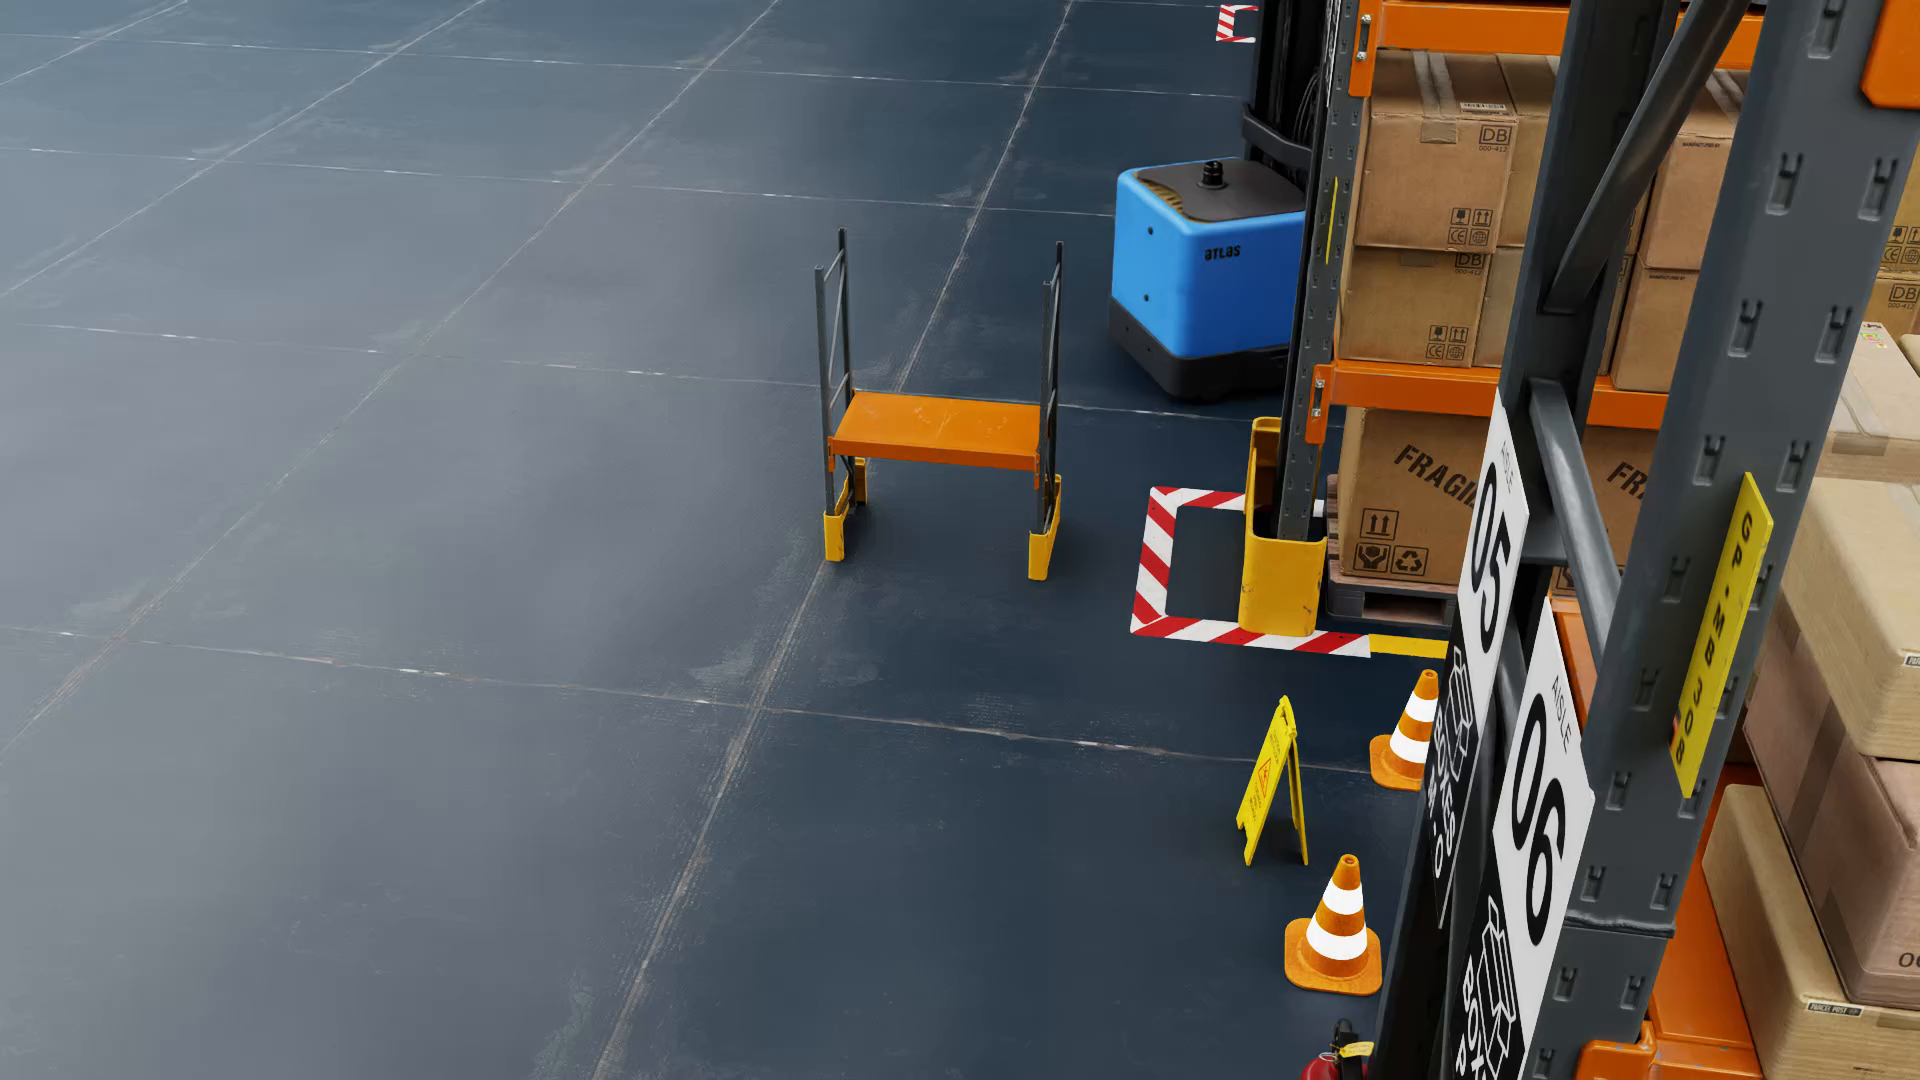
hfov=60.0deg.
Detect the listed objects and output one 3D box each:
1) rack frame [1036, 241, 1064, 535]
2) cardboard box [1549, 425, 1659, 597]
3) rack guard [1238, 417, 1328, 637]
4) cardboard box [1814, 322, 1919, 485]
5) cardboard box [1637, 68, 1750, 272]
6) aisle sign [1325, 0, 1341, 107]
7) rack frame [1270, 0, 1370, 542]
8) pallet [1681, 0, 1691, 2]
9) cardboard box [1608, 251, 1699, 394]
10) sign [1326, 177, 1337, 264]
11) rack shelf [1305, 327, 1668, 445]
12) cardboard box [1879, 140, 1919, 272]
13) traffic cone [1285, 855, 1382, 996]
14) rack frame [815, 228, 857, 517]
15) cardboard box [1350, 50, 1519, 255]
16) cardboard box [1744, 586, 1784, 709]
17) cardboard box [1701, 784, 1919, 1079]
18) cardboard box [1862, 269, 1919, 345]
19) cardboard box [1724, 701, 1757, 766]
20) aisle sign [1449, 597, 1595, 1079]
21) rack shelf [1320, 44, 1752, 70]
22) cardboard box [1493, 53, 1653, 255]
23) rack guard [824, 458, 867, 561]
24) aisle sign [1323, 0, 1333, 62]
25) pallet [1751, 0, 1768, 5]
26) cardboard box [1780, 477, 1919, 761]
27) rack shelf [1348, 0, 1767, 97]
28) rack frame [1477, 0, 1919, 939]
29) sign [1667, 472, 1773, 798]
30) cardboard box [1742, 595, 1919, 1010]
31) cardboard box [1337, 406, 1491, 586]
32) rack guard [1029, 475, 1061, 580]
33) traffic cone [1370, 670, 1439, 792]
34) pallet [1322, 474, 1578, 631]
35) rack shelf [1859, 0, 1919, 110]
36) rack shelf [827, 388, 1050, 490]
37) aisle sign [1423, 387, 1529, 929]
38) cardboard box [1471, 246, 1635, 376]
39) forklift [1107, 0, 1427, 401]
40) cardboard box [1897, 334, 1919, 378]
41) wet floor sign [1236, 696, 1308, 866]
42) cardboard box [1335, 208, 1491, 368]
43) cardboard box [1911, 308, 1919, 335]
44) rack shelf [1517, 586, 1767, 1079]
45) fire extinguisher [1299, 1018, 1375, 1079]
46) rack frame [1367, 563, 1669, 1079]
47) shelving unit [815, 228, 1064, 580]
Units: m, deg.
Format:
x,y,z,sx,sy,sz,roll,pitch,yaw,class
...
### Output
x,y,z,sx,sy,sz,roll,pitch,yaw,class
0.417,-0.598,7.792,0.032,1.500,0.500,5,32,8,rack frame
3.107,-0.317,7.537,0.875,0.875,0.875,5,32,7,cardboard box
1.536,-0.086,7.916,0.348,0.500,1.175,5,32,8,rack guard
1.210,-0.173,2.357,0.250,0.149,0.380,5,32,9,cardboard box
3.006,-1.489,6.643,0.550,0.550,0.875,5,32,8,cardboard box
1.439,-2.095,6.319,0.004,0.787,0.394,5,32,8,aisle sign
1.560,-1.143,7.250,0.127,3.000,1.000,5,32,8,rack frame
2.293,-2.317,6.380,1.213,0.211,1.003,5,32,8,pallet
3.010,-1.044,6.950,0.550,0.550,0.875,5,32,8,cardboard box
1.460,-1.254,6.536,0.005,0.325,0.100,5,32,8,sign
3.531,-0.660,7.155,4.000,0.370,1.077,5,32,8,rack shelf
3.550,-1.510,6.676,0.500,0.550,0.875,5,32,8,cardboard box
1.319,1.283,5.765,0.334,0.463,0.336,5,32,8,traffic cone
-0.585,-0.689,7.937,0.032,1.500,0.500,5,32,8,rack frame
1.919,-1.611,6.838,0.550,0.550,0.875,5,32,8,cardboard box
1.376,0.025,2.416,0.500,0.250,0.500,5,32,8,cardboard box
1.099,0.489,2.051,0.250,0.149,0.380,5,32,8,cardboard box
3.539,-1.019,6.909,0.500,0.550,0.875,5,32,8,cardboard box
1.225,0.175,2.553,0.250,0.149,0.380,5,32,8,cardboard box
0.713,0.509,2.159,0.004,0.787,0.394,5,32,8,aisle sign
4.465,-3.245,11.285,4.000,0.370,1.077,5,32,8,rack shelf
2.477,-1.610,6.837,0.550,0.550,0.875,5,32,8,cardboard box
-0.566,-0.157,8.266,0.087,0.250,0.587,5,32,8,rack guard
1.540,-2.409,6.821,0.004,0.787,0.394,5,32,8,aisle sign
3.499,-2.209,6.208,1.213,0.211,1.003,5,32,8,pallet
1.143,0.090,1.937,0.250,0.149,0.380,5,32,8,cardboard box
3.531,-1.931,6.359,4.000,0.370,1.077,5,32,8,rack shelf
0.827,-1.088,1.507,0.127,3.000,1.000,5,32,8,rack frame
0.735,0.096,1.618,0.005,0.325,0.100,5,32,8,sign
1.277,0.305,1.970,0.500,0.250,0.500,5,32,7,cardboard box
2.239,-0.395,7.660,0.875,0.875,0.875,5,32,8,cardboard box
0.416,-0.068,8.124,0.087,0.250,0.587,5,32,8,rack guard
1.844,0.722,6.660,0.334,0.463,0.336,5,32,8,traffic cone
2.361,0.069,7.941,1.213,0.211,1.003,5,32,8,pallet
2.798,-0.604,1.414,4.000,0.370,1.077,5,32,8,rack shelf
-0.084,-0.491,7.960,1.000,0.185,0.538,5,32,8,rack shelf
0.814,0.195,2.661,0.004,0.787,0.394,5,32,8,aisle sign
2.479,-1.160,7.134,0.550,0.550,0.875,5,32,8,cardboard box
2.474,-2.495,9.474,3.031,2.935,1.130,-10,33,-16,forklift
1.457,-0.130,2.288,0.250,0.149,0.380,6,32,9,cardboard box
1.198,0.888,6.224,0.232,0.644,0.267,0,32,0,wet floor sign
1.933,-1.198,7.195,0.550,0.550,0.875,5,32,8,cardboard box
4.079,-1.024,6.917,0.550,0.550,0.875,5,32,8,cardboard box
2.798,0.667,2.209,4.000,0.370,1.077,5,32,8,rack shelf
0.791,1.236,3.521,0.183,0.674,0.296,5,32,8,fire extinguisher
0.827,1.455,3.099,0.127,3.000,1.000,5,32,8,rack frame
-0.075,-0.643,7.863,1.083,1.500,0.587,5,32,8,shelving unit
